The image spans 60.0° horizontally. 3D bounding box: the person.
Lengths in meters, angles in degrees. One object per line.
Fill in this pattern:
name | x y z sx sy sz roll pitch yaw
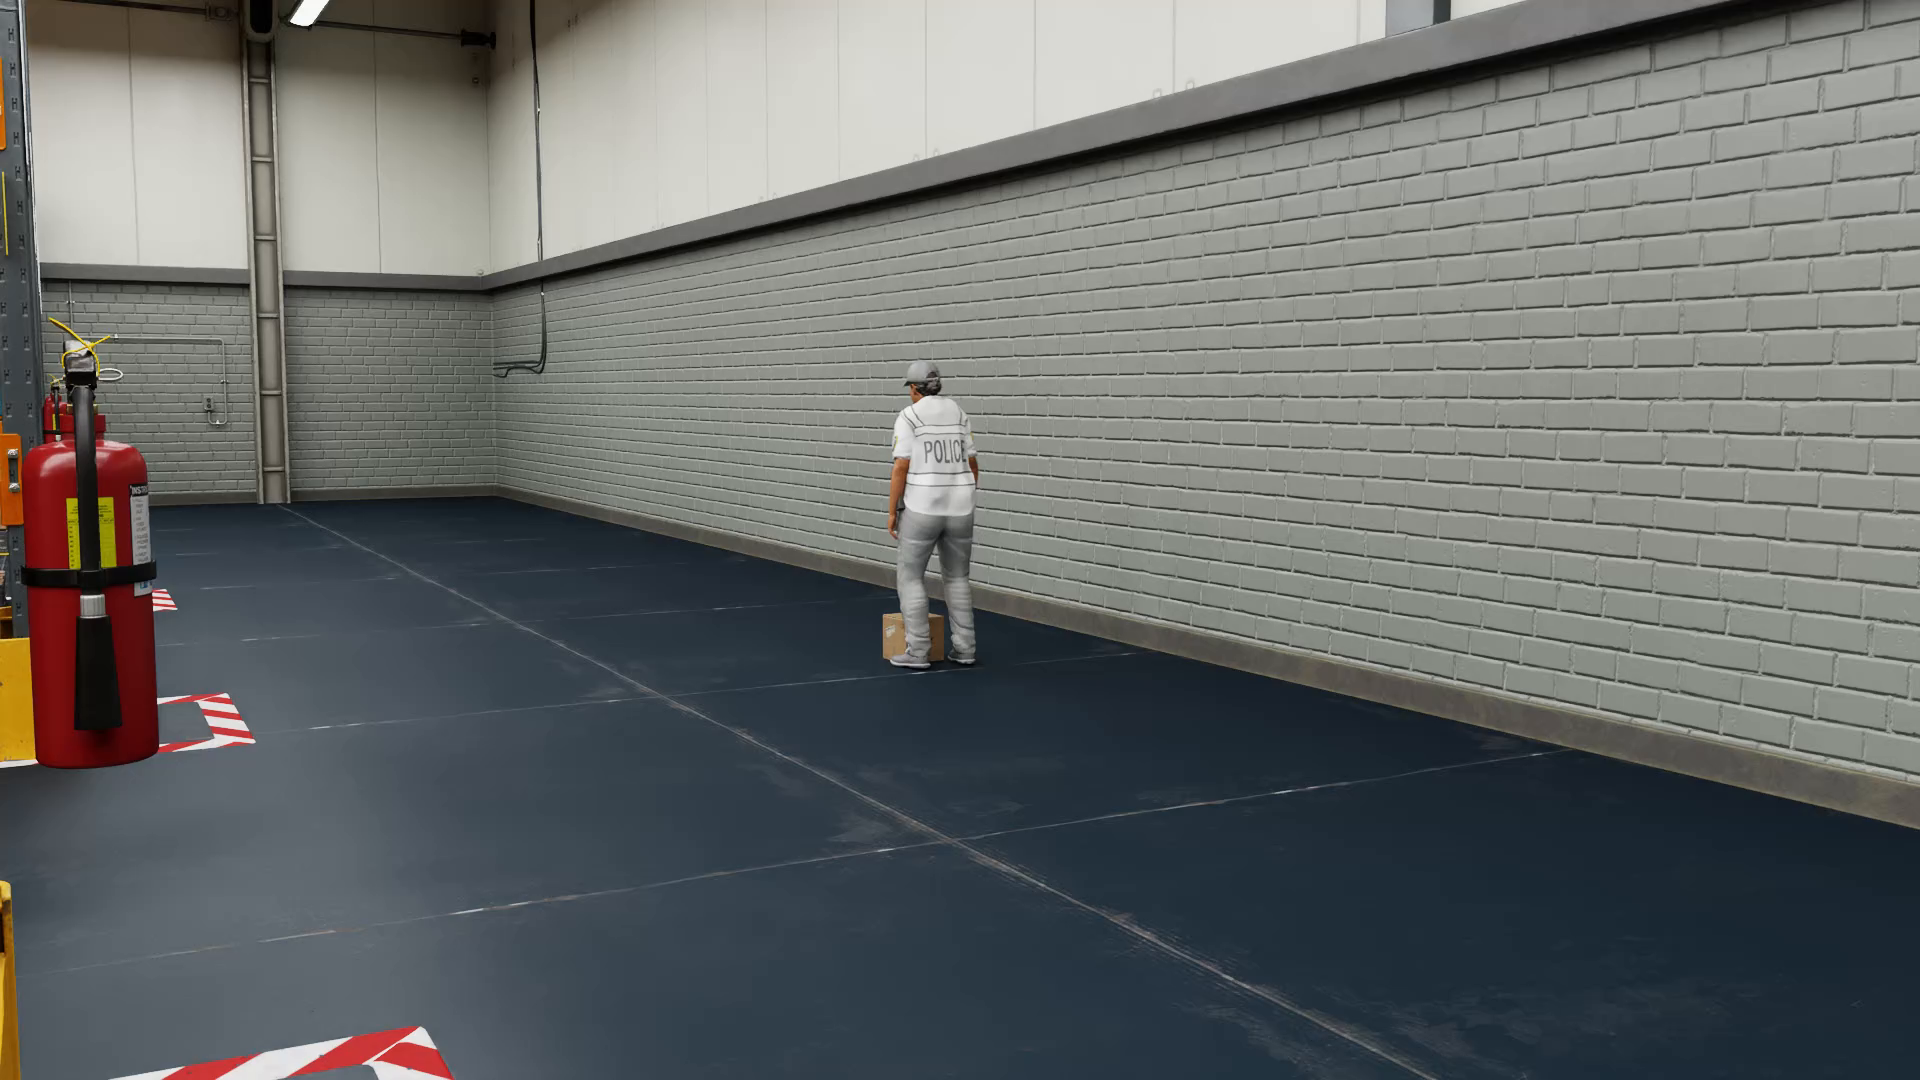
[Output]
person | -0.148 -0.143 9.055 0.539 1.667 0.466 -3 6 -28
